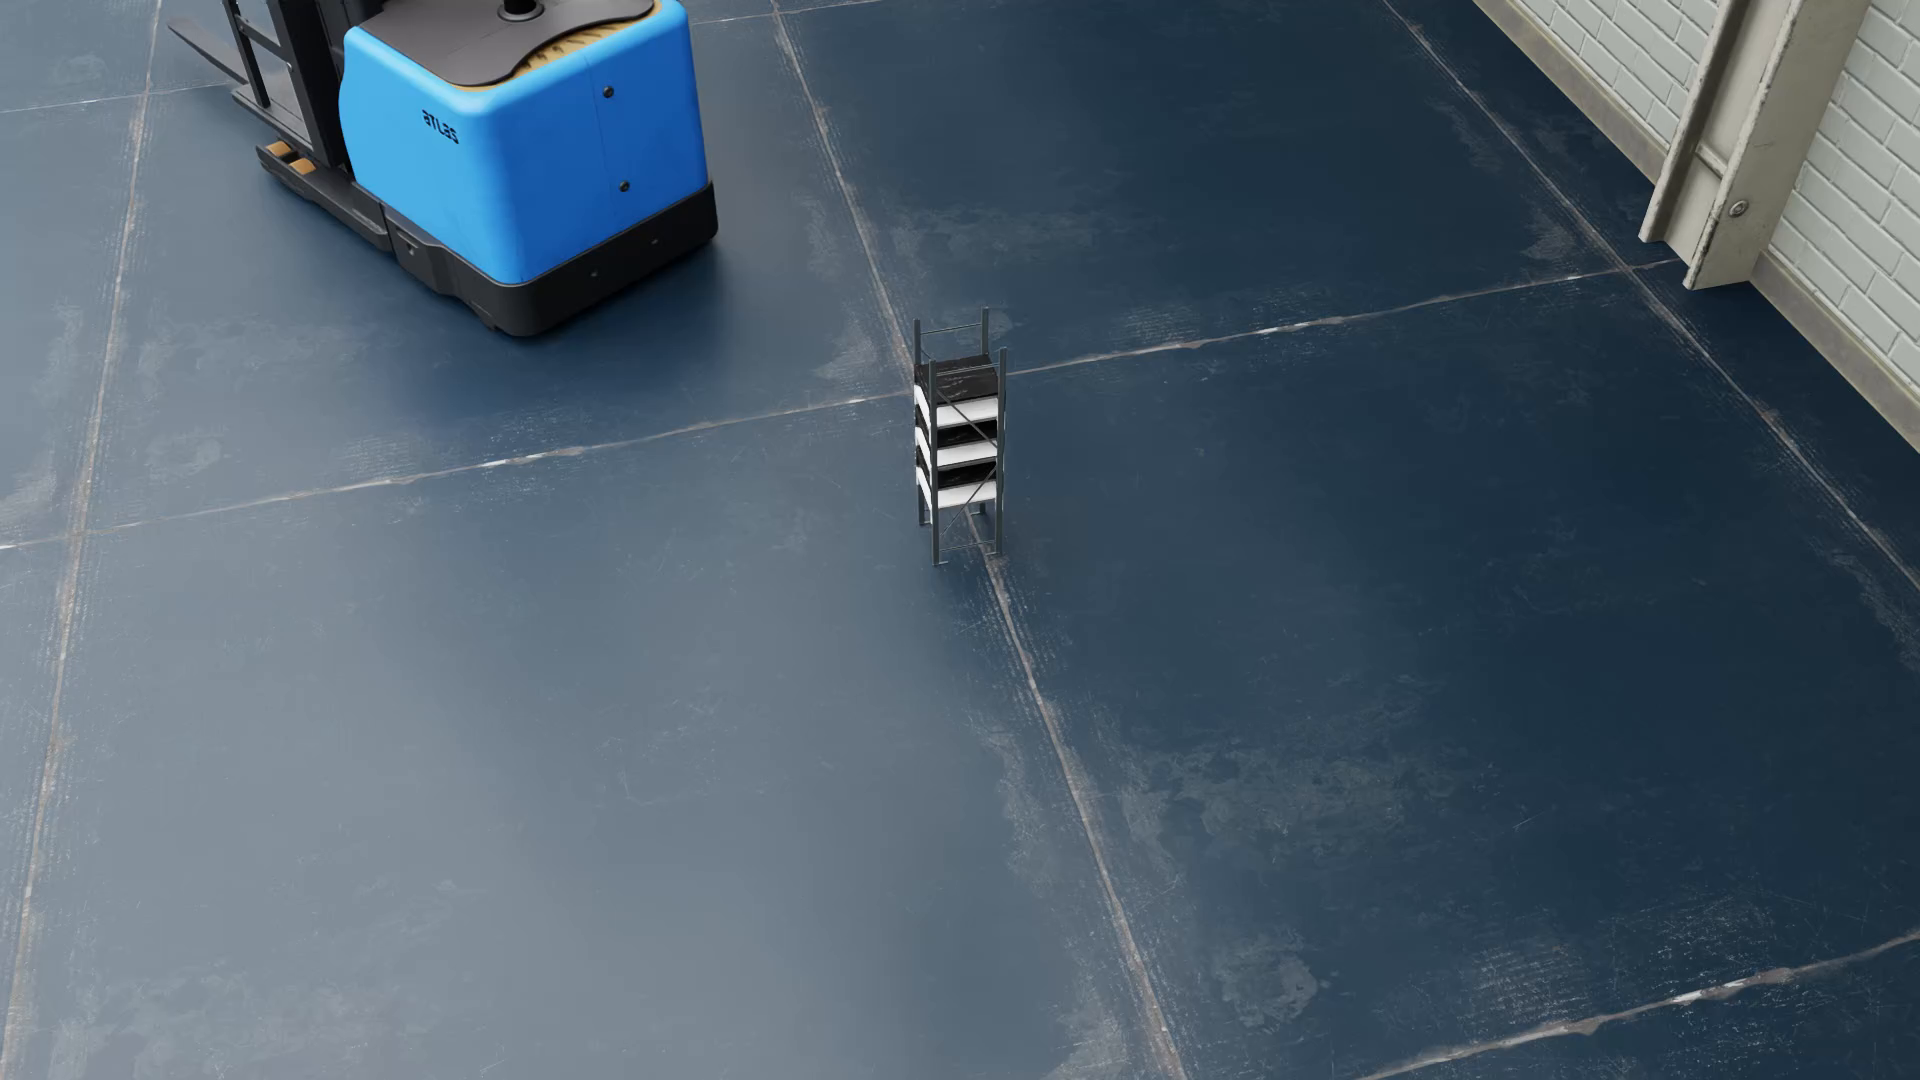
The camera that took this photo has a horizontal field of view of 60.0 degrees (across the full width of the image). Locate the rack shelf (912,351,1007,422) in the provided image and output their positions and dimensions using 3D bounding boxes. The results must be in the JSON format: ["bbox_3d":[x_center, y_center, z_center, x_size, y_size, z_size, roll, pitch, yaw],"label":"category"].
[{"bbox_3d":[-0.002,-0.486,5.265,0.258,0.077,0.200,-11,47,-10],"label":"rack shelf"}]

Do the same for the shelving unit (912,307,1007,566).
[{"bbox_3d":[-0.002,-0.321,5.434,0.258,0.900,0.210,-11,47,-10],"label":"shelving unit"}]

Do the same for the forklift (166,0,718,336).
[{"bbox_3d":[-2.419,-2.746,6.389,3.031,2.935,1.130,34,55,29],"label":"forklift"}]

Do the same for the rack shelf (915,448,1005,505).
[{"bbox_3d":[-0.002,-0.234,5.522,0.258,0.077,0.200,-11,47,-10],"label":"rack shelf"}]

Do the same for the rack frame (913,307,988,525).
[{"bbox_3d":[-0.028,-0.391,5.503,0.240,0.900,0.006,-11,47,-10],"label":"rack frame"}]

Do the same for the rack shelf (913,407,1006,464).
[{"bbox_3d":[-0.002,-0.360,5.394,0.258,0.077,0.200,-11,47,-10],"label":"rack shelf"}]

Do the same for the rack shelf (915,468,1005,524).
[{"bbox_3d":[-0.002,-0.171,5.586,0.258,0.077,0.200,-11,47,-10],"label":"rack shelf"}]

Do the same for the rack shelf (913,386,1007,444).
[{"bbox_3d":[-0.002,-0.423,5.329,0.258,0.077,0.200,-11,47,-10],"label":"rack shelf"}]

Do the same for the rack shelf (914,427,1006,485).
[{"bbox_3d":[-0.002,-0.297,5.458,0.258,0.077,0.200,-11,47,-10],"label":"rack shelf"}]

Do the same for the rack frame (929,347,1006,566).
[{"bbox_3d":[0.024,-0.250,5.365,0.240,0.900,0.006,-11,47,-10],"label":"rack frame"}]

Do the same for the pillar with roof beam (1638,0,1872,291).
[{"bbox_3d":[-1.107,-3.539,2.917,9.100,9.000,0.400,-11,47,-10],"label":"pillar with roof beam"}]
